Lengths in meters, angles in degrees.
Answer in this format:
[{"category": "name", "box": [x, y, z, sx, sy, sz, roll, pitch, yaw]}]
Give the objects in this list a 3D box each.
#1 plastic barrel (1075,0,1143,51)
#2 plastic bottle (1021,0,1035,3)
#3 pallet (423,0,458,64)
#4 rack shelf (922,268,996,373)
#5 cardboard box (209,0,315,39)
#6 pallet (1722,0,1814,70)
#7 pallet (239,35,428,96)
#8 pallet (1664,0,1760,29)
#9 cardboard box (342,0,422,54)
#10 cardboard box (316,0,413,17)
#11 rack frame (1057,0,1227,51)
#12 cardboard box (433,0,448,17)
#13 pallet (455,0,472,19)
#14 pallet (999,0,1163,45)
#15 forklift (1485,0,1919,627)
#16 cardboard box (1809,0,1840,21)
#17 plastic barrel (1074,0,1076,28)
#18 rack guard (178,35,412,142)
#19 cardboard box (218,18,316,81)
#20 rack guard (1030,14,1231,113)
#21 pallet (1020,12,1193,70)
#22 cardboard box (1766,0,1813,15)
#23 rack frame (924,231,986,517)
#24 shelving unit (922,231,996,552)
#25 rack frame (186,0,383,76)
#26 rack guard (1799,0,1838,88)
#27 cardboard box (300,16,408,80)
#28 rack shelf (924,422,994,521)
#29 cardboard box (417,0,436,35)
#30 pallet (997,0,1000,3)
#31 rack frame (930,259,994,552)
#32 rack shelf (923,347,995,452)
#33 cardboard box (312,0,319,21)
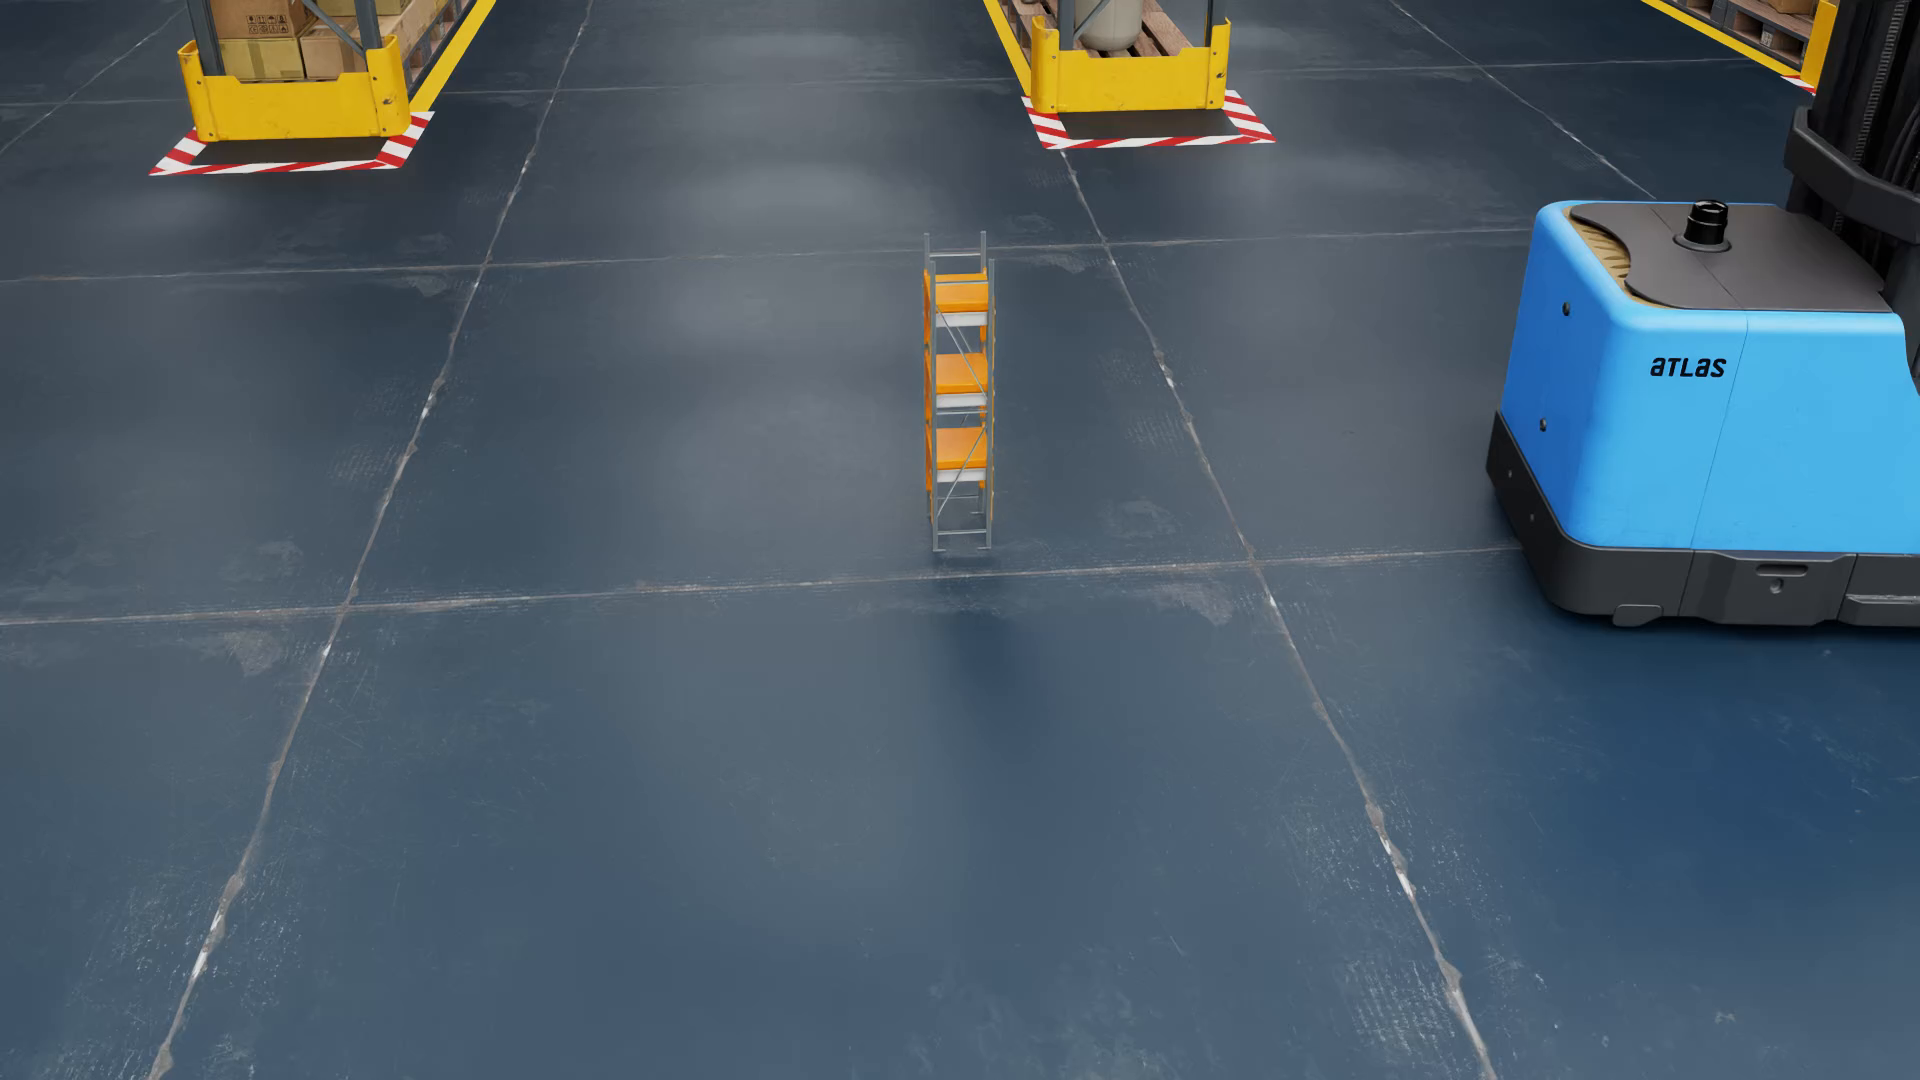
[{"category": "plastic barrel", "box": [0.945, -3.394, 10.523, 0.421, 0.512, 0.421, 0, 31, 0]}, {"category": "plastic bottle", "box": [0.475, -3.853, 11.576, 0.097, 0.201, 0.097, 0, 31, 0]}, {"category": "pallet", "box": [-4.073, -3.526, 11.448, 1.003, 0.211, 1.213, -3, 31, -5]}, {"category": "rack shelf", "box": [-0.005, -0.713, 5.386, 0.215, 0.259, 0.240, -3, 31, -5]}, {"category": "cardboard box", "box": [-4.196, -3.295, 9.882, 0.500, 0.500, 0.500, -3, 31, -5]}, {"category": "pallet", "box": [5.966, -3.444, 11.311, 1.003, 0.211, 1.213, -3, 31, -5]}, {"category": "pallet", "box": [-3.962, -2.905, 10.408, 1.003, 0.211, 1.213, -3, 31, -5]}, {"category": "pallet", "box": [5.856, -4.066, 12.351, 1.003, 0.211, 1.213, -3, 31, -5]}, {"category": "cardboard box", "box": [-3.728, -3.253, 10.543, 0.500, 0.250, 0.500, -3, 31, -5]}, {"category": "cardboard box", "box": [-3.726, -3.575, 10.351, 0.500, 0.500, 0.500, -3, 31, -5]}, {"category": "rack frame", "box": [1.083, -3.949, 9.436, 1.000, 3.000, 0.127, -3, 31, -5]}, {"category": "cardboard box", "box": [-3.816, -3.764, 11.398, 0.500, 0.250, 0.500, -3, 31, -5]}, {"category": "pallet", "box": [-4.190, -4.151, 12.493, 1.003, 0.211, 1.213, -3, 31, -5]}, {"category": "pallet", "box": [0.848, -3.825, 11.948, 1.003, 0.211, 1.213, -3, 31, -5]}, {"category": "forklift", "box": [3.404, -1.200, 4.901, 3.031, 2.935, 1.130, 1, 31, 2]}, {"category": "cardboard box", "box": [5.972, -3.613, 10.902, 0.500, 0.500, 0.500, 3, 31, 5]}, {"category": "plastic barrel", "box": [0.898, -3.650, 10.951, 0.421, 0.512, 0.421, 0, 31, 0]}, {"category": "rack guard", "box": [-3.847, -2.628, 9.663, 1.175, 0.500, 0.348, -3, 31, -5]}, {"category": "cardboard box", "box": [-4.193, -2.973, 10.074, 0.500, 0.250, 0.500, -3, 31, -5]}, {"category": "rack guard", "box": [1.029, -2.912, 10.138, 1.175, 0.500, 0.348, -3, 31, -5]}, {"category": "pallet", "box": [0.958, -3.203, 10.907, 1.003, 0.211, 1.213, -3, 31, -5]}, {"category": "cardboard box", "box": [5.883, -3.917, 11.410, 0.500, 0.500, 0.500, 5, 31, 8]}, {"category": "rack frame", "box": [-0.016, -0.540, 5.631, 0.200, 1.050, 0.008, -3, 31, -5]}, {"category": "shelving unit", "box": [-0.005, -0.478, 5.527, 0.215, 1.050, 0.252, -3, 31, -5]}, {"category": "rack frame", "box": [-3.849, -3.714, 9.042, 1.000, 3.000, 0.127, -3, 31, -5]}, {"category": "rack guard", "box": [6.007, -3.152, 10.540, 1.175, 0.500, 0.348, -3, 31, -5]}, {"category": "cardboard box", "box": [-3.678, -2.998, 10.116, 0.500, 0.250, 0.500, -3, 31, -5]}, {"category": "rack shelf", "box": [-0.005, -0.230, 5.674, 0.215, 0.259, 0.240, -3, 31, -5]}, {"category": "cardboard box", "box": [-3.774, -3.508, 10.970, 0.500, 0.250, 0.500, -3, 31, -5]}, {"category": "pallet", "box": [0.730, -4.449, 12.993, 1.003, 0.211, 1.213, -3, 31, -5]}, {"category": "rack frame", "box": [0.006, -0.416, 5.422, 0.200, 1.050, 0.008, -3, 31, -5]}, {"category": "rack shelf", "box": [-0.005, -0.469, 5.532, 0.215, 0.259, 0.240, -3, 31, -5]}, {"category": "cardboard box", "box": [-4.252, -3.228, 10.501, 0.500, 0.250, 0.500, -3, 31, -5]}]
